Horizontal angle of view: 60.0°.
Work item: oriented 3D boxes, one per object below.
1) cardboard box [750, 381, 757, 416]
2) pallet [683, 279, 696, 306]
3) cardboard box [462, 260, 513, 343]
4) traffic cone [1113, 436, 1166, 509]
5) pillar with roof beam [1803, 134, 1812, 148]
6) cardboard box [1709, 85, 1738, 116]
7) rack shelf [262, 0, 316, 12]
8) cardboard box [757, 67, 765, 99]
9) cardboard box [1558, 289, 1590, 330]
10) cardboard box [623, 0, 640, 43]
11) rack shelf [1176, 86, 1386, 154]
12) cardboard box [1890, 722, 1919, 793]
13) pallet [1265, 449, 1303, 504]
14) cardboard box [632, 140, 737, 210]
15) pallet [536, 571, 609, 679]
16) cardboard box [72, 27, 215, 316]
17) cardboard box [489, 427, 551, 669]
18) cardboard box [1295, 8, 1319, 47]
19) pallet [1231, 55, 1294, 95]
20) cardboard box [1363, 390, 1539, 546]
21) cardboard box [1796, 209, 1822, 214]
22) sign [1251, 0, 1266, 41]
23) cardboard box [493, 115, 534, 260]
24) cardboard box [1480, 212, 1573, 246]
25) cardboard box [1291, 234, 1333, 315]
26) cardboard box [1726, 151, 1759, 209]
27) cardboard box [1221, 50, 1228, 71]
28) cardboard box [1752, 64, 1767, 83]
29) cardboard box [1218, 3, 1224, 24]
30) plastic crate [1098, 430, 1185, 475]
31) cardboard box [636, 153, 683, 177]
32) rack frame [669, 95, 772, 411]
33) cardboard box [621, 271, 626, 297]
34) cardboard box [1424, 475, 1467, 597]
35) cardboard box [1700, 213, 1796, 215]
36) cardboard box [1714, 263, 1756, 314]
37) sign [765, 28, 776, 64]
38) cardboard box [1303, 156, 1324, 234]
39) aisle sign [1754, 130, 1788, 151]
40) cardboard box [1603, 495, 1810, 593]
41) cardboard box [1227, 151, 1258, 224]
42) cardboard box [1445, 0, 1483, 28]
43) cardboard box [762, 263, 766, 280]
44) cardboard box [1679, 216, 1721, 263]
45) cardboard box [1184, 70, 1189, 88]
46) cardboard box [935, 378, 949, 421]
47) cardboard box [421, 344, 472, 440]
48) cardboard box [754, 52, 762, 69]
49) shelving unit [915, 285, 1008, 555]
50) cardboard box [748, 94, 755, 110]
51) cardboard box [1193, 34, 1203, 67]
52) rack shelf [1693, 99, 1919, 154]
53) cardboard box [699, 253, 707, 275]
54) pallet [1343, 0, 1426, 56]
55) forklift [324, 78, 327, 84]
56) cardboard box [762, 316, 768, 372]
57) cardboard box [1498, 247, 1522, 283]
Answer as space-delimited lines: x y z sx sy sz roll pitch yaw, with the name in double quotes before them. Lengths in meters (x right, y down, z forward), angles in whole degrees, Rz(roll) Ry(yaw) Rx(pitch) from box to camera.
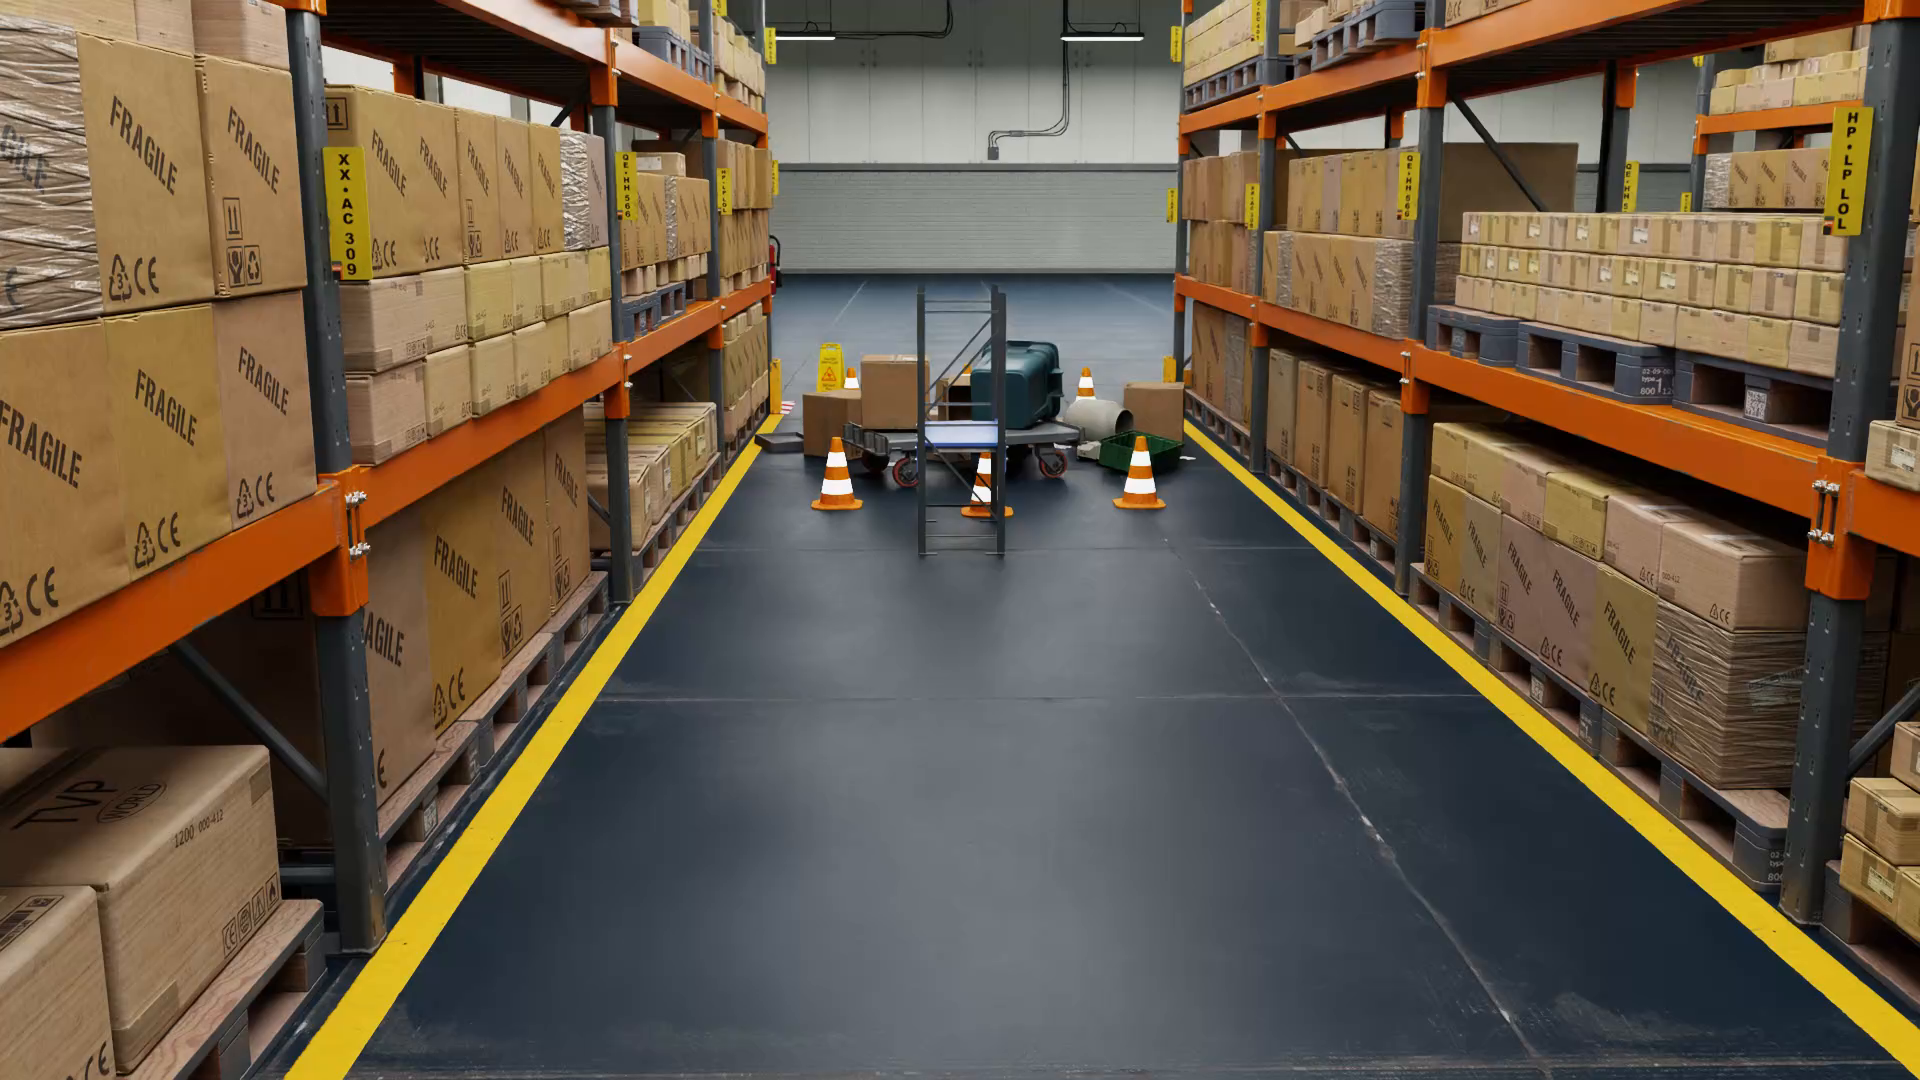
"cardboard box" -2.031 -1.229 14.430 0.500 0.250 0.500 -1 11 -3
"pallet" -2.383 -1.695 11.353 1.003 0.211 1.213 0 11 -1
"cardboard box" -1.838 -0.816 5.655 0.500 0.250 0.500 0 11 0
"traffic cone" 1.212 -0.466 11.193 0.336 0.463 0.334 0 11 -1
"pillar with roof beam" 18.384 -11.589 44.550 9.100 9.000 0.548 0 11 -1
"cardboard box" 7.324 -4.077 15.445 0.500 0.250 0.500 0 11 1
"rack shelf" -2.047 -1.071 2.061 1.077 0.370 4.000 0 11 -1
"cardboard box" -2.056 -4.179 15.197 0.500 0.250 0.500 0 11 -2
"cardboard box" 2.613 -0.916 6.608 0.380 0.149 0.250 0 11 0
"cardboard box" -2.231 -2.970 9.352 0.797 0.503 0.637 0 11 -1
"rack shelf" 2.652 -3.497 14.018 1.077 0.370 4.000 0 11 -1
"cardboard box" 2.659 0.577 4.287 0.380 0.149 0.250 0 11 1
"pallet" 2.785 -0.463 11.808 1.003 0.211 1.213 0 11 -1
"cardboard box" -2.046 -2.715 12.383 0.700 0.500 0.500 0 11 -2
"pallet" -2.230 0.377 7.670 1.003 0.211 1.213 0 11 -1
"cardboard box" -1.800 -0.697 3.184 0.500 0.500 0.500 0 11 -2
"cardboard box" -2.225 0.004 6.784 0.875 0.875 0.875 0 11 0
"cardboard box" 2.457 -3.520 11.352 0.258 0.266 0.396 0 11 -2
"pallet" 2.687 -3.571 12.798 1.003 0.211 1.213 0 11 -1
"cardboard box" 2.854 -0.412 9.146 1.050 0.750 0.750 0 11 -2
"cardboard box" 7.652 -2.565 14.159 0.875 0.500 0.500 0 11 -1
"sign" 2.139 -3.742 11.915 0.100 0.325 0.005 0 11 -1
"cardboard box" -1.873 -1.283 6.071 0.500 0.500 0.500 0 11 -2
"cardboard box" 2.600 -1.415 7.570 0.380 0.149 0.250 -1 11 -3
"cardboard box" 2.454 -1.726 10.770 0.500 0.500 0.500 0 11 -1
"cardboard box" 7.314 -3.253 15.033 0.500 0.500 0.500 0 11 -1
"cardboard box" 2.338 -3.908 13.559 0.380 0.149 0.250 0 11 -2
"cardboard box" 7.318 -4.158 14.839 0.380 0.149 0.250 0 11 1
"cardboard box" 2.336 -4.348 13.721 0.380 0.149 0.250 0 11 0
"plastic crate" 1.380 -0.661 12.703 0.450 0.188 0.662 17 18 26
"cardboard box" -1.962 -2.378 10.549 0.380 0.149 0.250 -1 11 -4
"rack frame" -2.336 -2.737 16.005 1.000 3.000 0.127 0 11 -1
"cardboard box" -1.964 -1.351 8.750 0.380 0.149 0.250 -1 12 -5
"cardboard box" 2.536 -0.026 7.875 0.500 0.500 0.500 -1 11 -4
"cardboard box" 3.261 -1.263 6.818 0.380 0.149 0.250 0 11 -1
"cardboard box" 2.644 -0.800 5.287 0.380 0.149 0.250 0 11 1
"sign" -1.781 -4.639 15.611 0.100 0.325 0.005 0 11 -1
"cardboard box" 2.722 -2.320 11.186 0.700 0.500 0.500 0 11 -2
"aisle sign" 7.871 -4.065 16.014 0.394 0.787 0.004 0 11 -1
"cardboard box" 2.594 0.011 5.807 0.500 0.250 0.500 0 11 2
"cardboard box" 2.593 -2.767 13.062 0.875 0.550 0.550 0 11 -1
"cardboard box" 2.522 -2.592 7.493 0.500 0.500 0.500 0 11 -1
"cardboard box" -1.998 -2.490 15.422 0.380 0.149 0.250 0 11 -2
"cardboard box" 2.640 -1.002 5.534 0.380 0.149 0.250 0 11 -1
"cardboard box" 2.297 -4.310 15.537 0.380 0.149 0.250 0 11 -1
"cardboard box" 0.232 -1.175 14.584 0.797 0.503 0.637 -10 15 -40
"cardboard box" -1.845 -0.469 5.206 0.500 0.250 0.500 -1 11 -3
"cardboard box" -2.034 -4.409 15.327 0.380 0.149 0.250 0 11 -1
"shelving unit" -0.002 -0.752 9.994 0.538 1.500 1.048 0 11 -1
"cardboard box" -2.040 -3.912 14.884 0.380 0.149 0.250 0 11 1
"cardboard box" 2.376 -4.377 14.865 0.500 0.250 0.500 0 11 -2
"rack shelf" 7.613 -3.498 14.020 1.077 0.370 4.000 0 11 -1
"cardboard box" -1.967 -1.923 11.571 0.380 0.149 0.250 0 11 0
"pallet" 2.710 -2.692 8.716 1.213 0.211 1.003 0 11 1
"forklift" -4.843 -1.927 12.187 1.130 2.935 3.031 0 11 -2
"cardboard box" -2.059 -1.804 15.383 0.500 0.500 0.500 0 11 -1
"cardboard box" 2.602 -1.212 7.315 0.380 0.149 0.250 -1 11 -3
